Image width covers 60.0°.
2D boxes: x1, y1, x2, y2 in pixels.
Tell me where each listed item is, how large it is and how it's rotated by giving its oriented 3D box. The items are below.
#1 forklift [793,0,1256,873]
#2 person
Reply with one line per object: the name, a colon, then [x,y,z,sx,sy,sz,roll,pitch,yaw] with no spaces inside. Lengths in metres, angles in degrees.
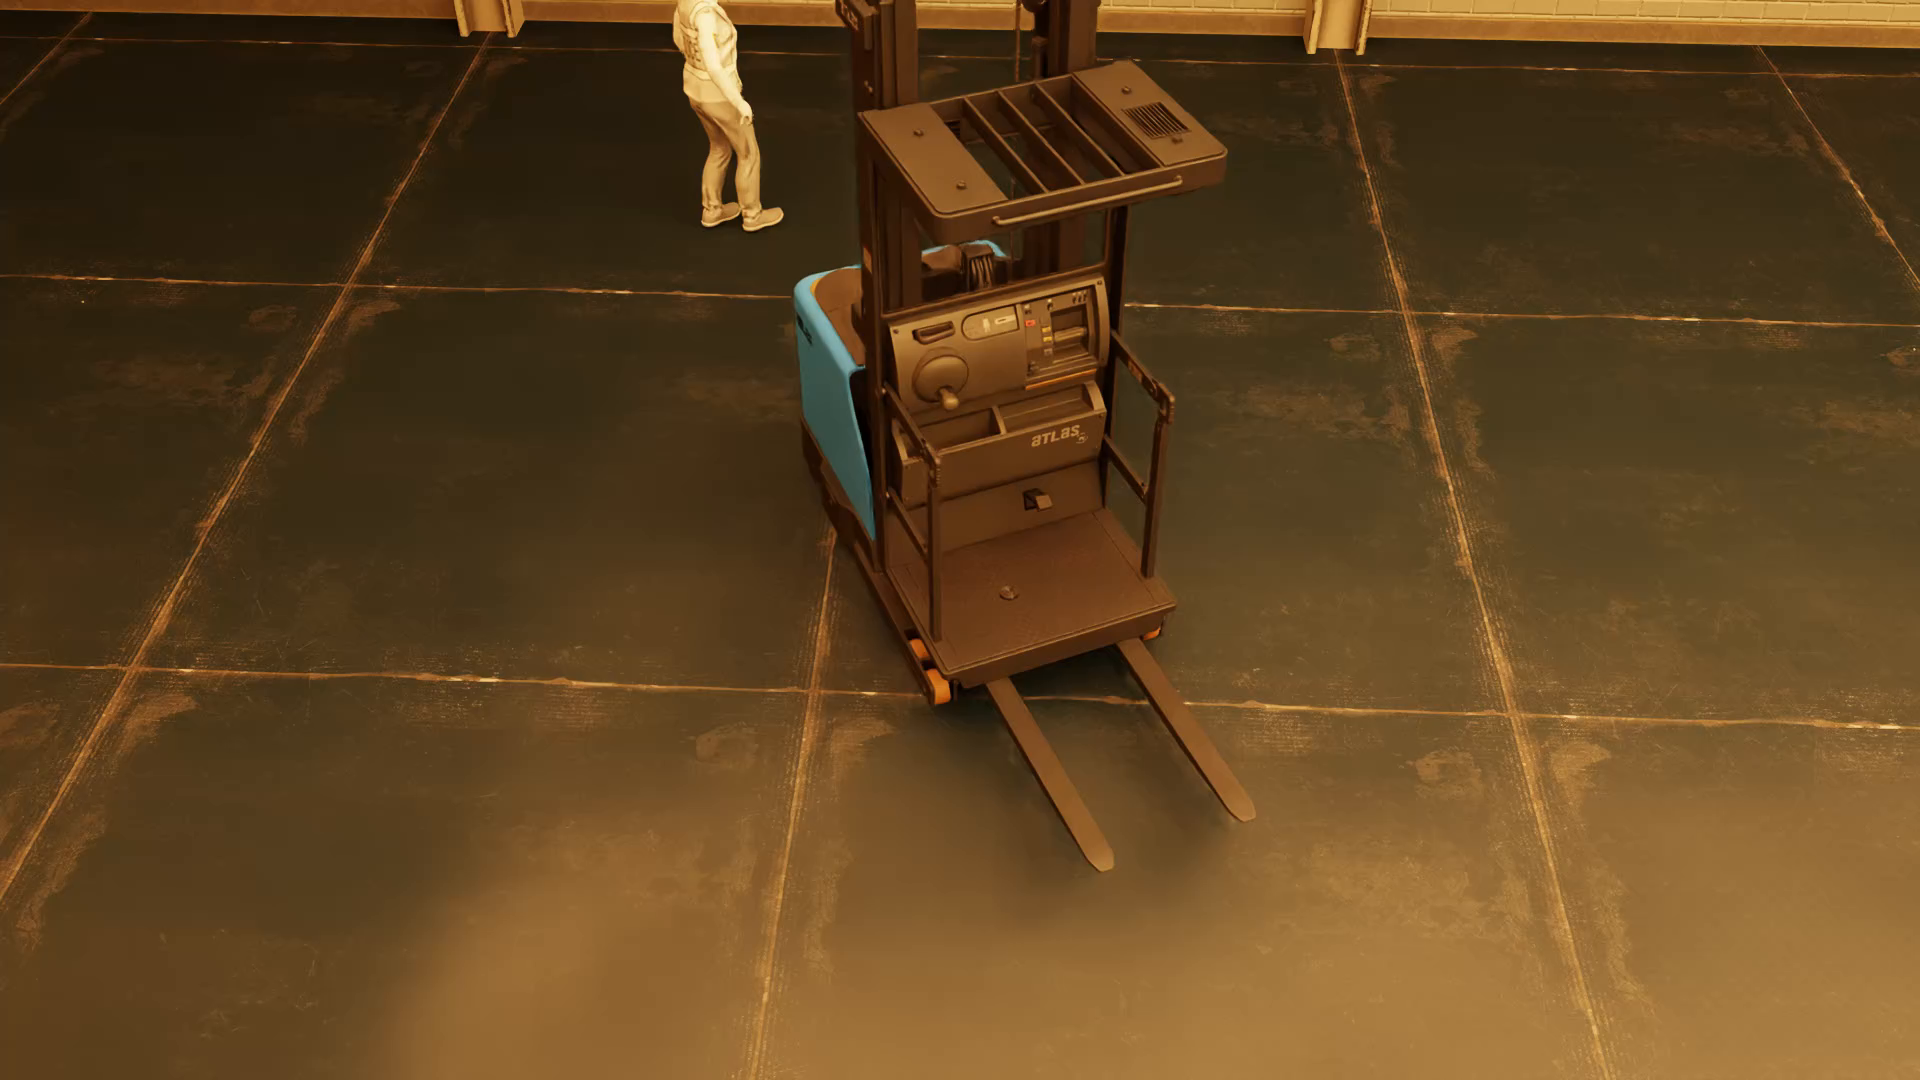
forklift: [0.251,-0.703,6.512,1.130,2.935,3.031,-16,45,-17]
person: [-1.342,-2.560,9.496,0.464,1.655,0.692,-26,48,-25]
